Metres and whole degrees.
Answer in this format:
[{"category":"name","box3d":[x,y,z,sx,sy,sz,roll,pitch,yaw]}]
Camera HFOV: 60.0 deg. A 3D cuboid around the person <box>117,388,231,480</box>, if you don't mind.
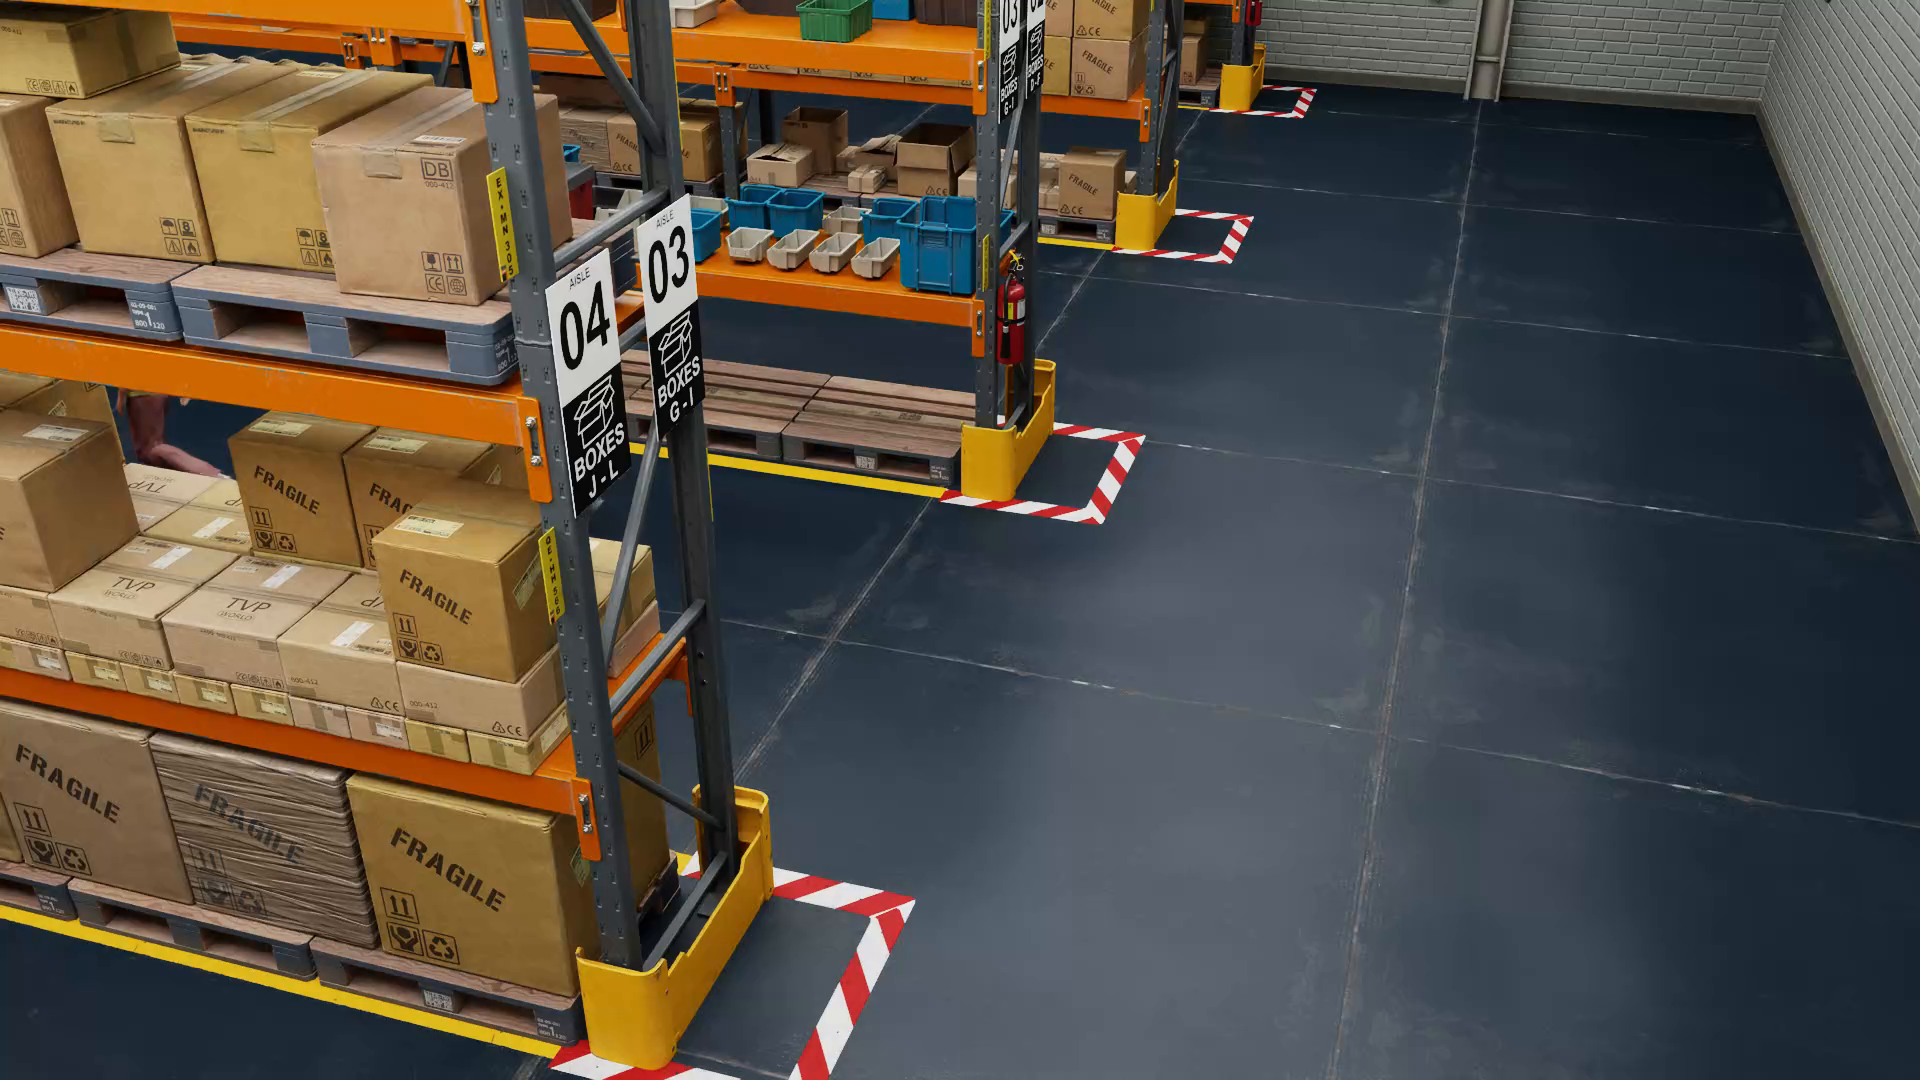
[{"category":"person","box3d":[-4.905,-0.922,10.133,0.830,1.640,0.435,5,30,9]}]
